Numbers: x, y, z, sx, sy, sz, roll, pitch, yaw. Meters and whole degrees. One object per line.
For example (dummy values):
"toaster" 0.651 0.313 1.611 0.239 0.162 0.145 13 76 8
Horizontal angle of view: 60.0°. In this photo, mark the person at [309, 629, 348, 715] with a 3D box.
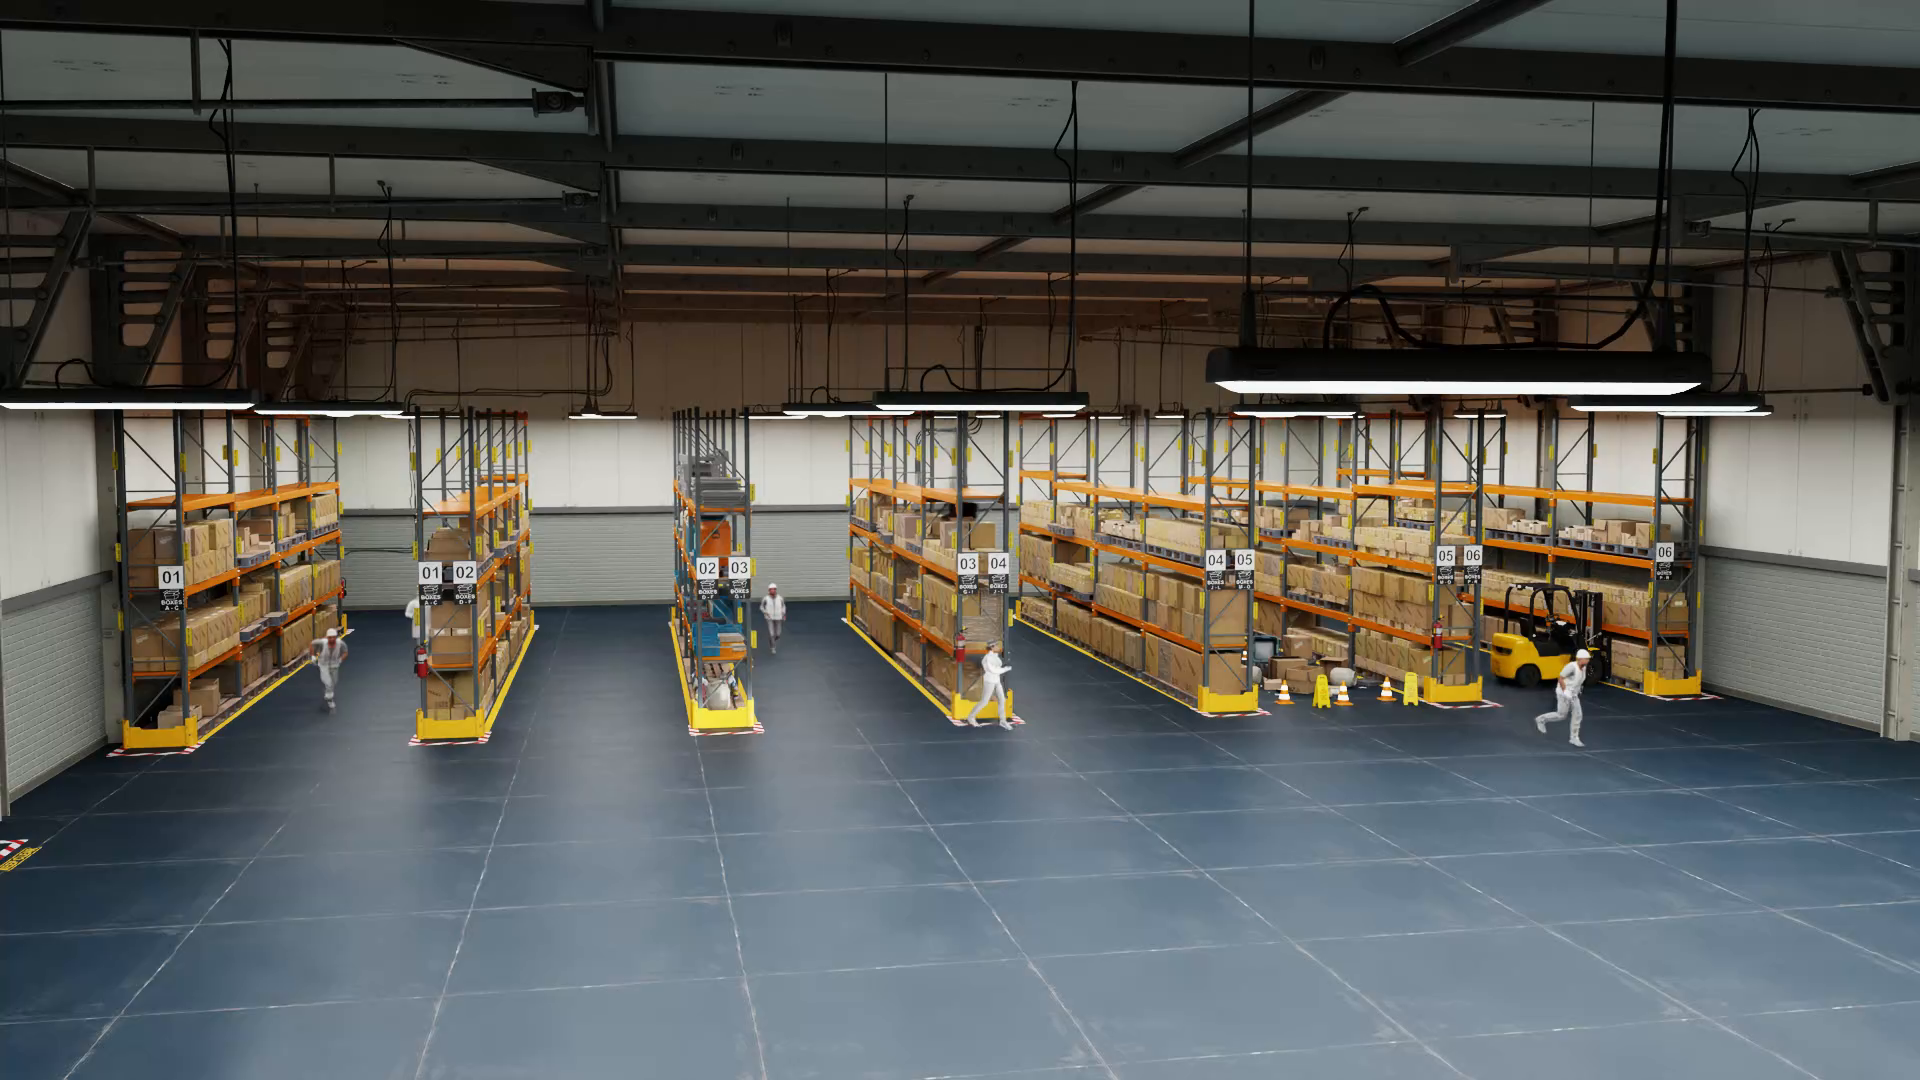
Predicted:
"person" -12.461 2.571 32.814 0.706 1.732 1.054 -2 5 -30

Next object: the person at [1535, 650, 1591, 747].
"person" 10.764 2.782 29.657 0.998 1.724 0.693 4 5 42

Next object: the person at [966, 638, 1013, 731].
"person" 0.553 2.665 30.847 0.883 1.719 0.589 1 4 17

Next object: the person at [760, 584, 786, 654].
"person" -4.622 1.944 41.152 0.661 1.731 0.585 -1 4 -16

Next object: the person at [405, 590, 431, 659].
"person" -12.598 2.038 38.897 0.710 1.771 1.034 -1 4 -16
